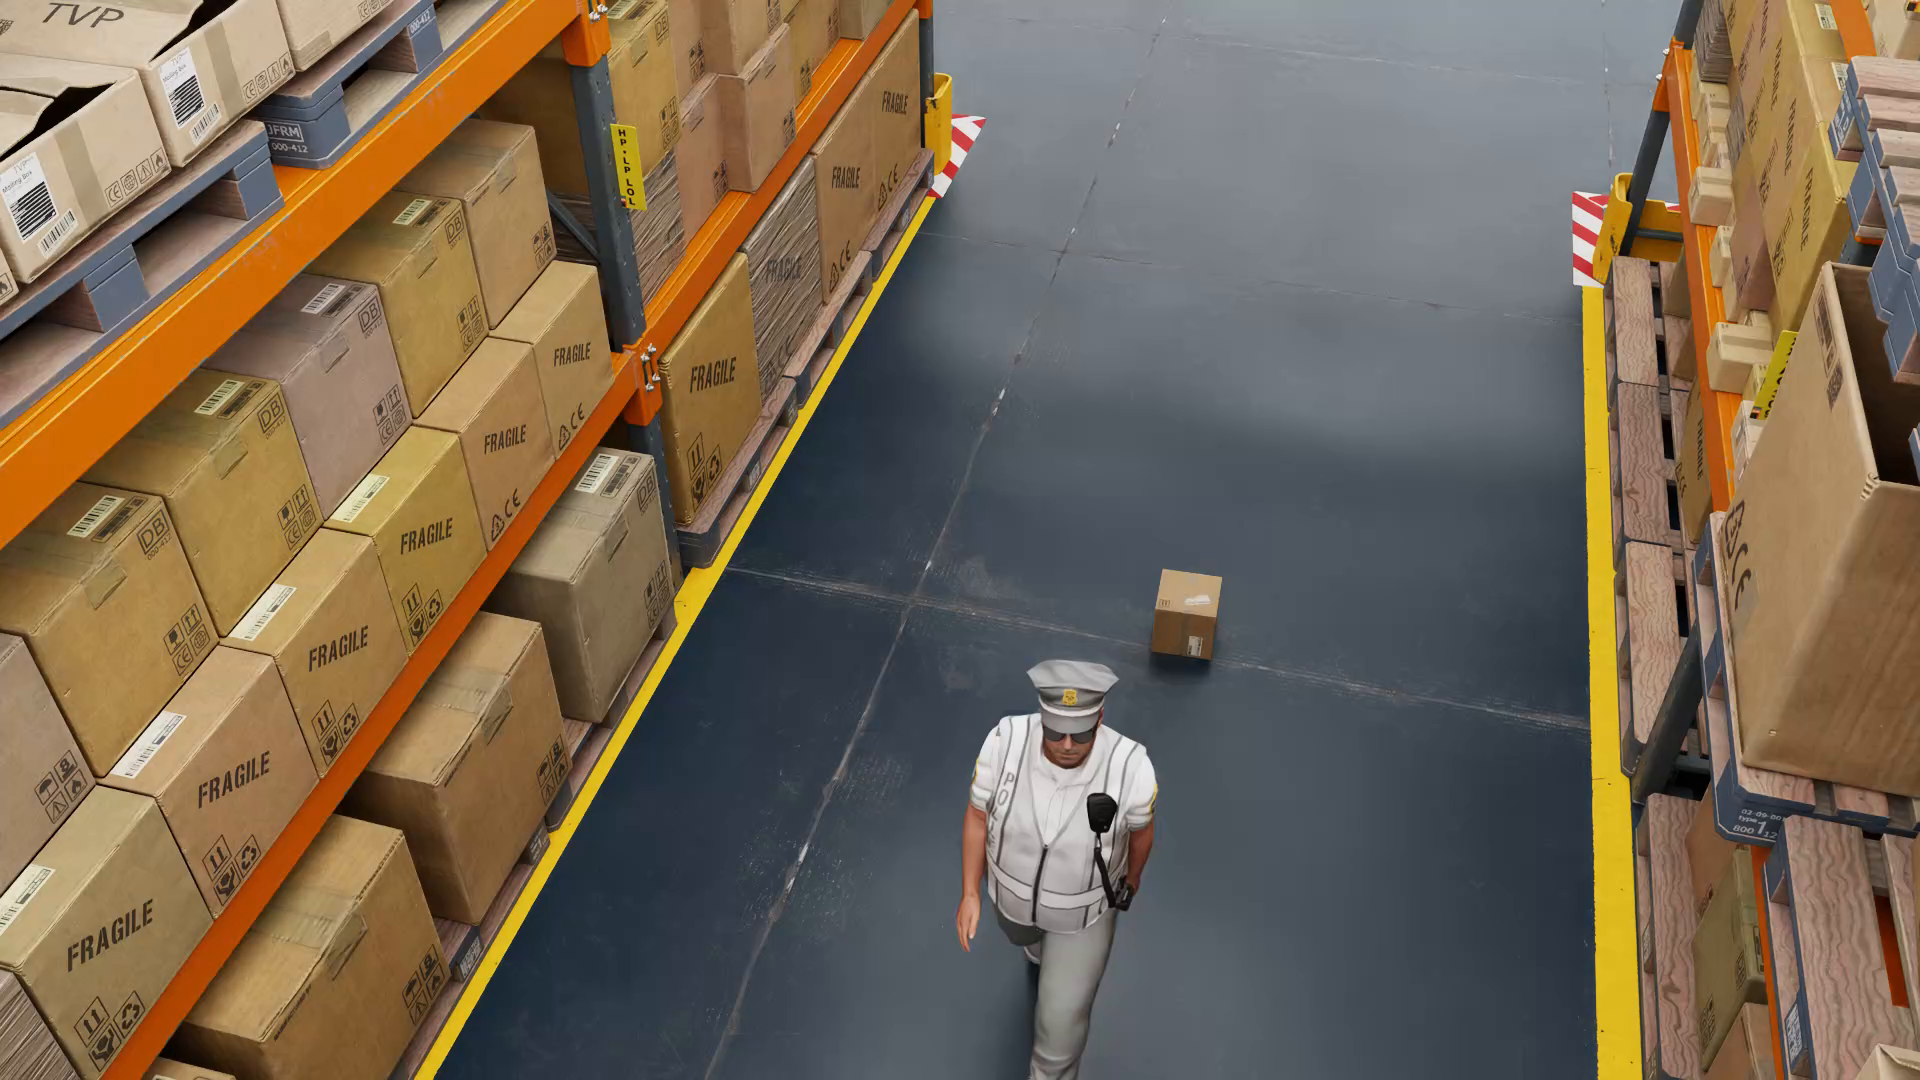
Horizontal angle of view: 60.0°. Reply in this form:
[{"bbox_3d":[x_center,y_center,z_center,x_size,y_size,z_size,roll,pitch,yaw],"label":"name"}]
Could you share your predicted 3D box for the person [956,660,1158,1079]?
[{"bbox_3d":[0.277,1.003,4.965,0.532,1.725,1.050,14,43,16],"label":"person"}]
